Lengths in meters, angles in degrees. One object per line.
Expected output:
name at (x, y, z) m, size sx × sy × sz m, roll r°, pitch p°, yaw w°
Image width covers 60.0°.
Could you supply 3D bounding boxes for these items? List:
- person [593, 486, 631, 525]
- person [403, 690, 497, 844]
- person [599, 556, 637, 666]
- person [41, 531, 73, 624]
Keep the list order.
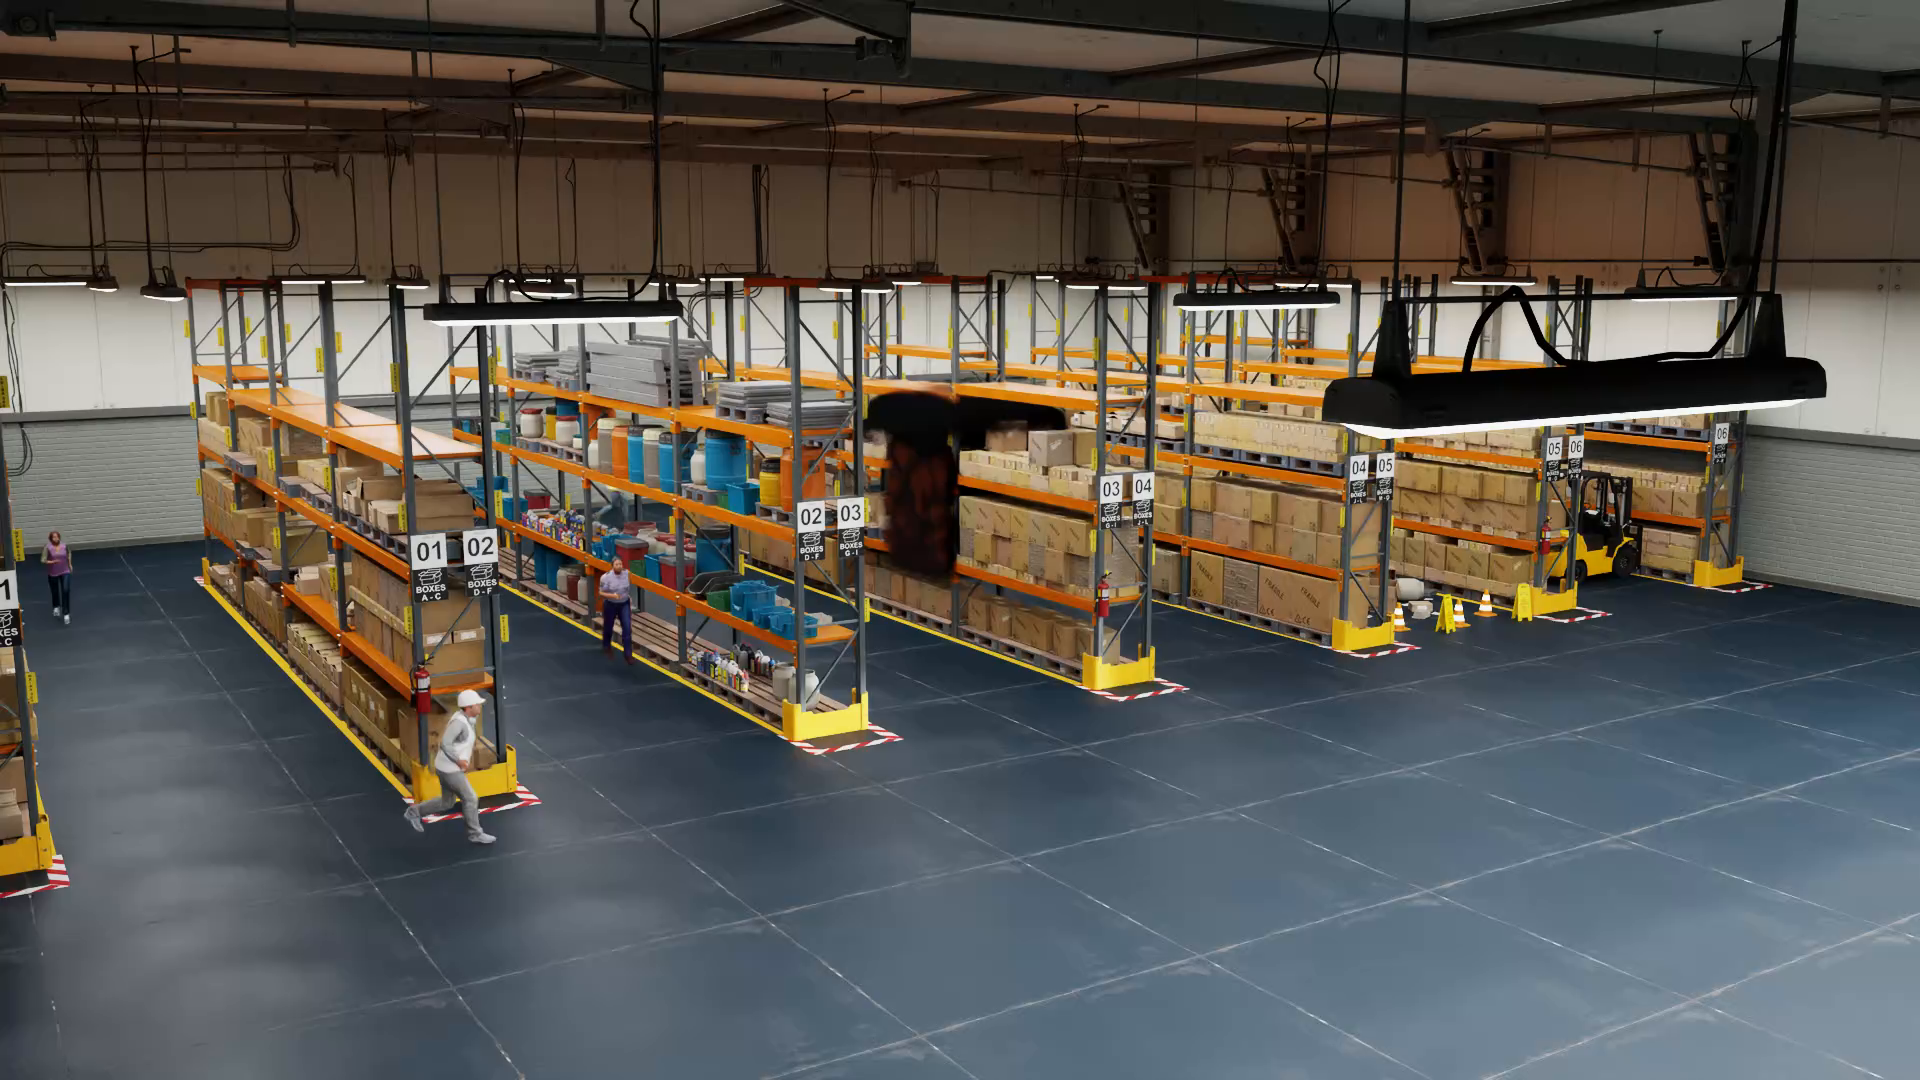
person at (-8.257, -1.113, 39.662) m, size 1.043 × 1.715 × 0.737 m, roll -3°, pitch 10°, yaw -17°
person at (-5.592, 2.487, 18.085) m, size 0.986 × 1.732 × 0.648 m, roll -1°, pitch 10°, yaw -5°
person at (-5.249, 1.040, 25.333) m, size 0.545 × 1.645 × 0.924 m, roll -5°, pitch 11°, yaw -26°
person at (-15.937, 0.625, 29.371) m, size 0.504 × 1.626 × 0.825 m, roll -6°, pitch 11°, yaw -34°
